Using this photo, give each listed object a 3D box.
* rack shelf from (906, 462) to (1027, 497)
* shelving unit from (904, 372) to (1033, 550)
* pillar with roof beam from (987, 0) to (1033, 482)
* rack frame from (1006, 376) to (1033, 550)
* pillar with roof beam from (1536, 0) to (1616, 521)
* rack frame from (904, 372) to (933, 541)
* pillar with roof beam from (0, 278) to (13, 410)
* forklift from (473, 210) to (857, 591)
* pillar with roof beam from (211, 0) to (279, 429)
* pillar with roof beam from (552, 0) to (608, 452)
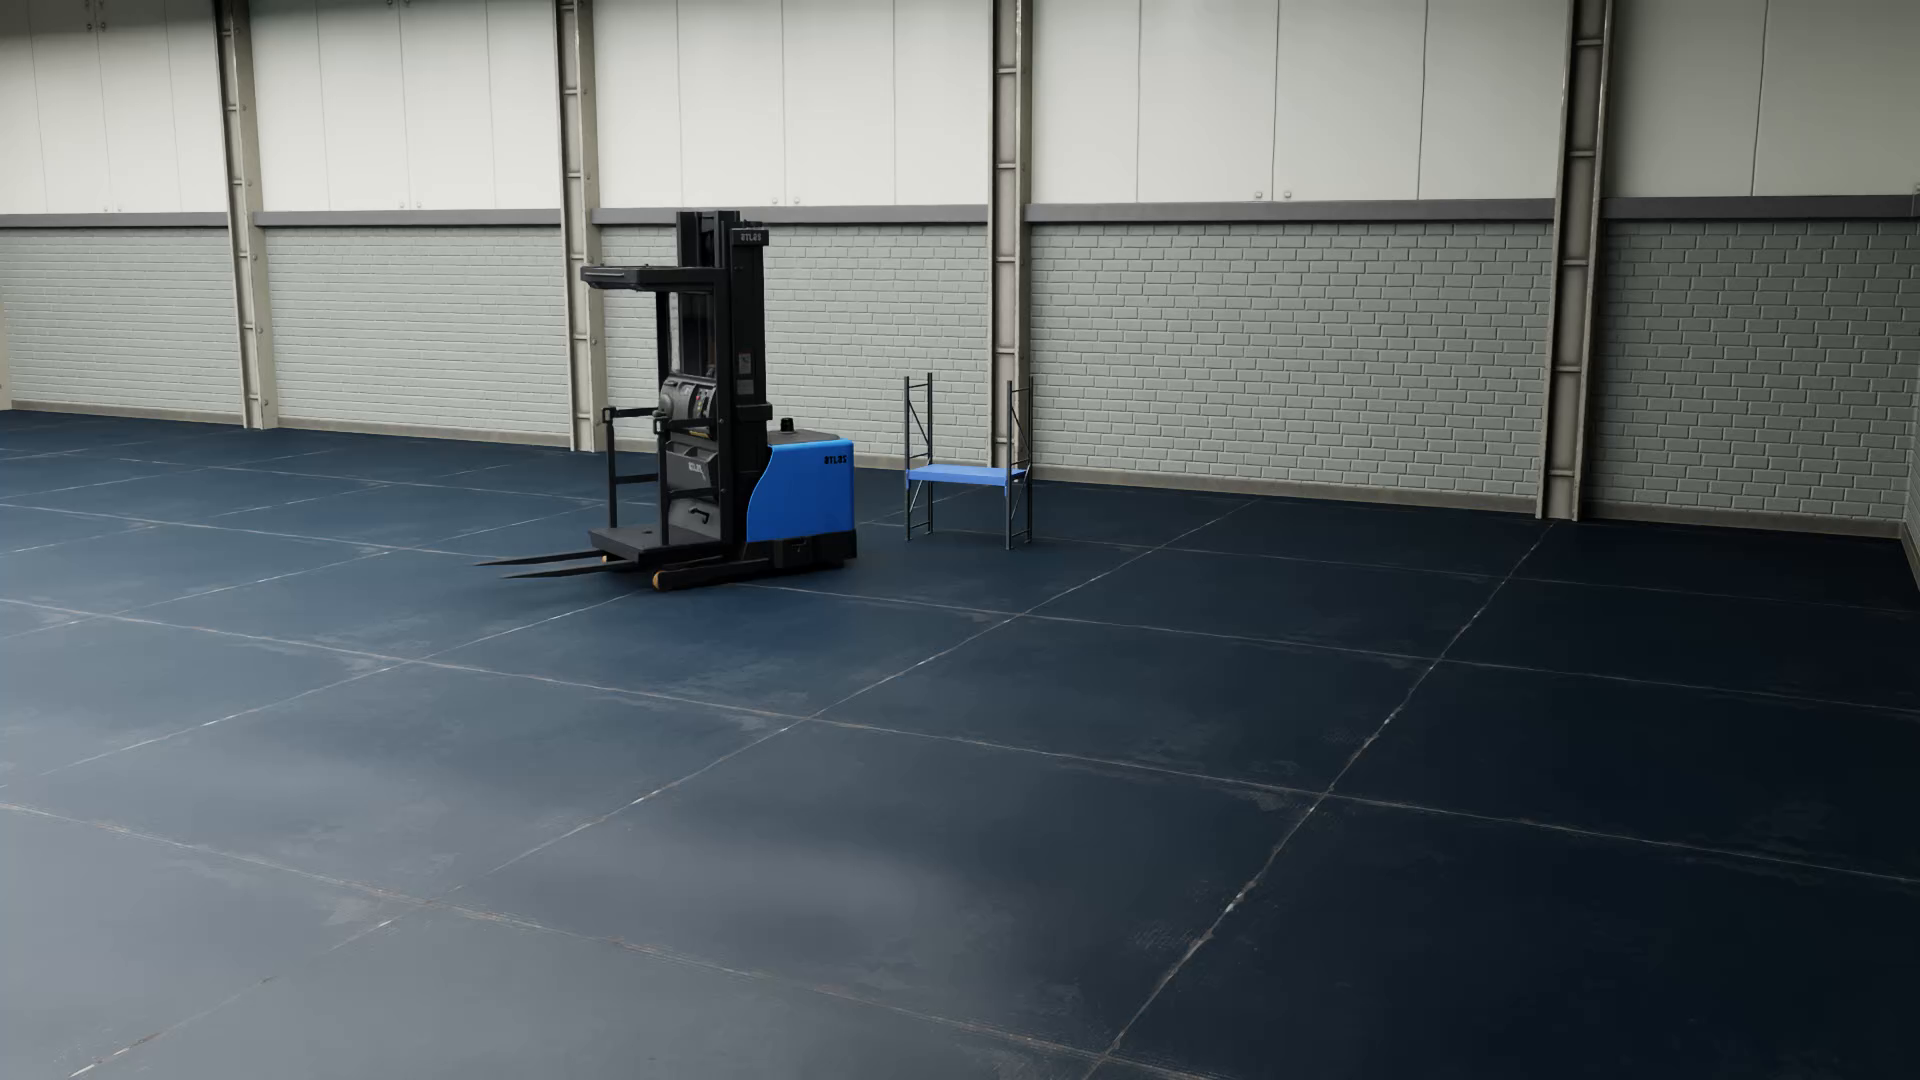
[{"bbox_3d":[0.076,-0.554,15.092,1.000,0.185,0.538,5,11,26],"label":"rack shelf"},{"bbox_3d":[0.076,-0.731,15.059,1.048,1.500,0.538,5,11,26],"label":"shelving unit"},{"bbox_3d":[-1.353,-4.439,14.491,0.400,9.000,9.100,5,11,26],"label":"pillar with roof beam"},{"bbox_3d":[0.532,-0.691,14.838,0.032,1.500,0.500,5,11,26],"label":"rack frame"},{"bbox_3d":[4.028,-3.966,11.878,0.400,9.000,9.100,5,11,26],"label":"pillar with roof beam"},{"bbox_3d":[-0.379,-0.771,15.281,0.032,1.500,0.500,5,11,26],"label":"rack frame"},{"bbox_3d":[-17.495,-5.858,22.328,0.400,9.000,9.100,5,11,26],"label":"pillar with roof beam"},{"bbox_3d":[-2.373,-1.146,13.333,3.031,2.935,1.130,-7,12,-34],"label":"forklift"},{"bbox_3d":[-12.114,-5.385,19.716,0.400,9.000,9.100,5,11,26],"label":"pillar with roof beam"},{"bbox_3d":[-6.734,-4.912,17.103,0.400,9.000,9.100,5,11,26],"label":"pillar with roof beam"}]
